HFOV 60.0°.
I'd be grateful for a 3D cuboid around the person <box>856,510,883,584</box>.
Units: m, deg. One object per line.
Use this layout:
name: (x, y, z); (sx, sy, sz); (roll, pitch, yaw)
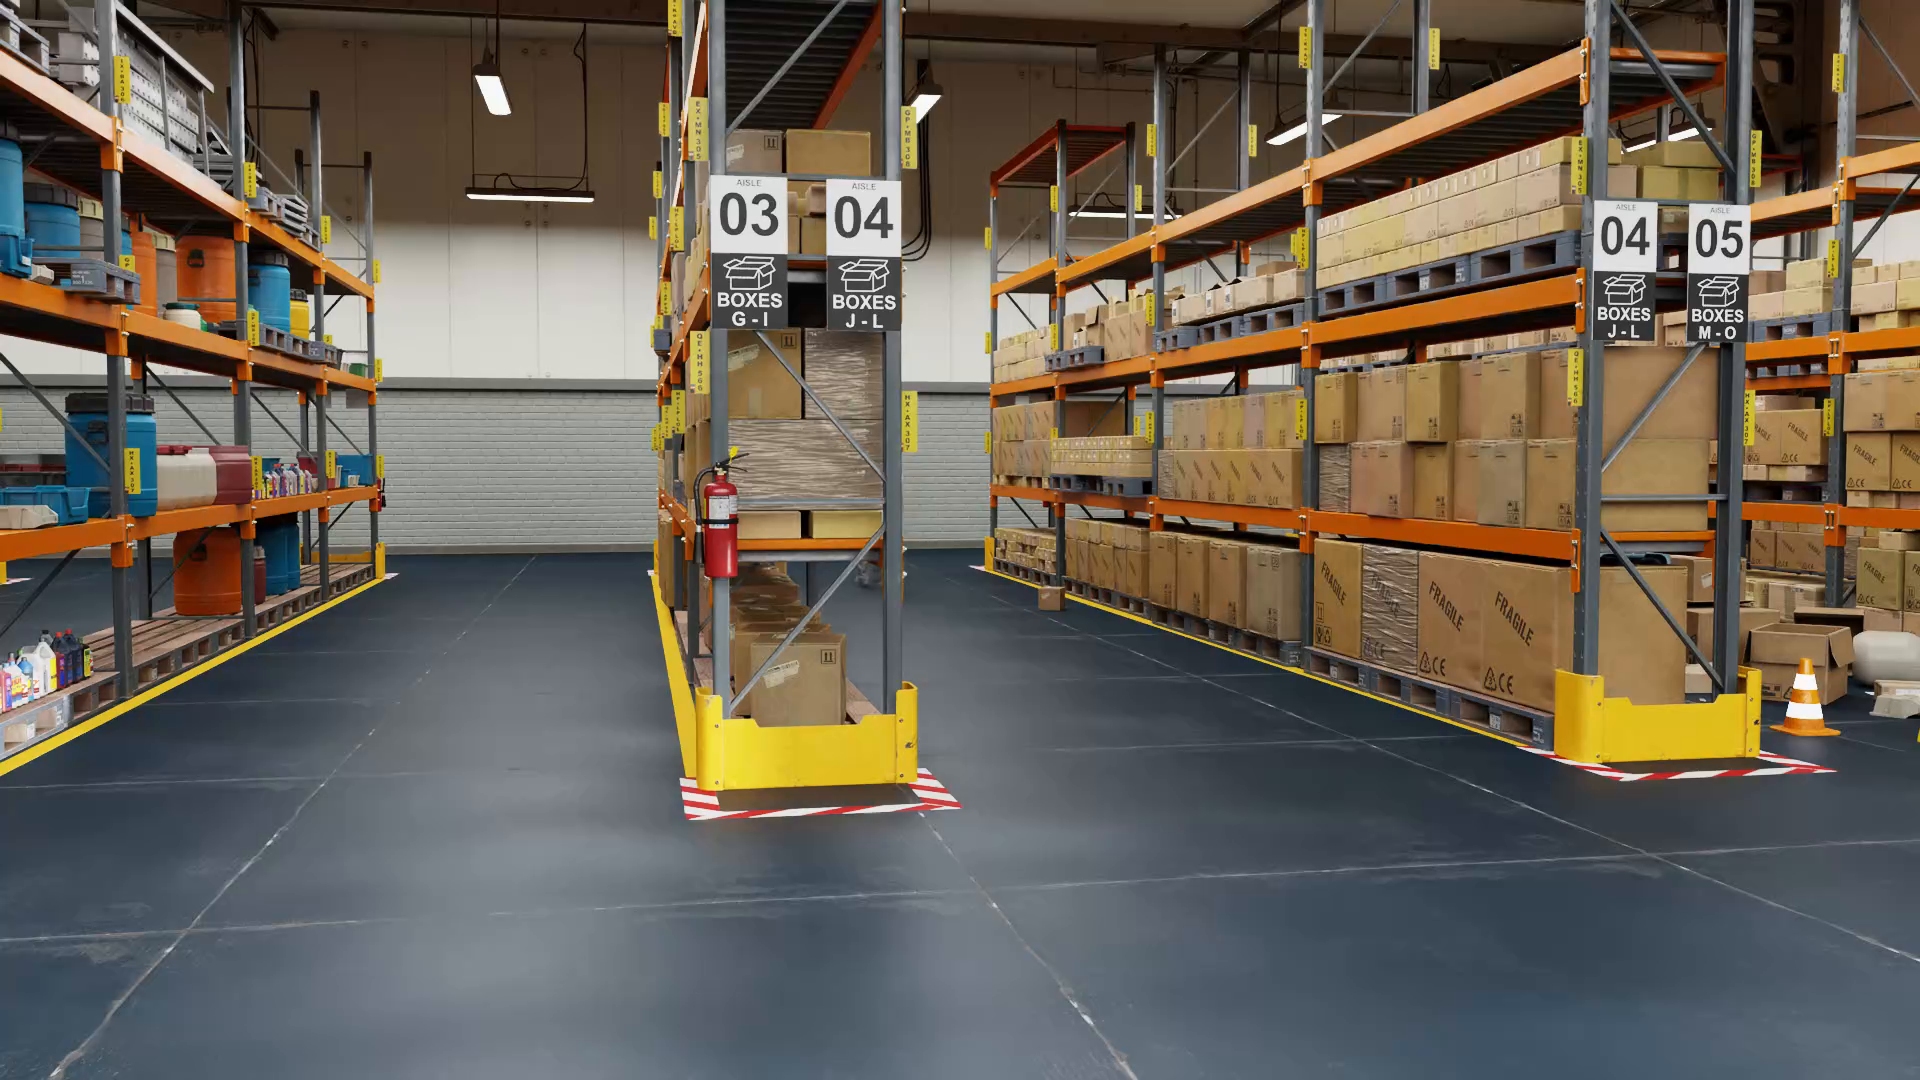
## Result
person: (-1.265, -0.303, 22.312); (0.548, 1.776, 0.476); (-1, 3, -21)
